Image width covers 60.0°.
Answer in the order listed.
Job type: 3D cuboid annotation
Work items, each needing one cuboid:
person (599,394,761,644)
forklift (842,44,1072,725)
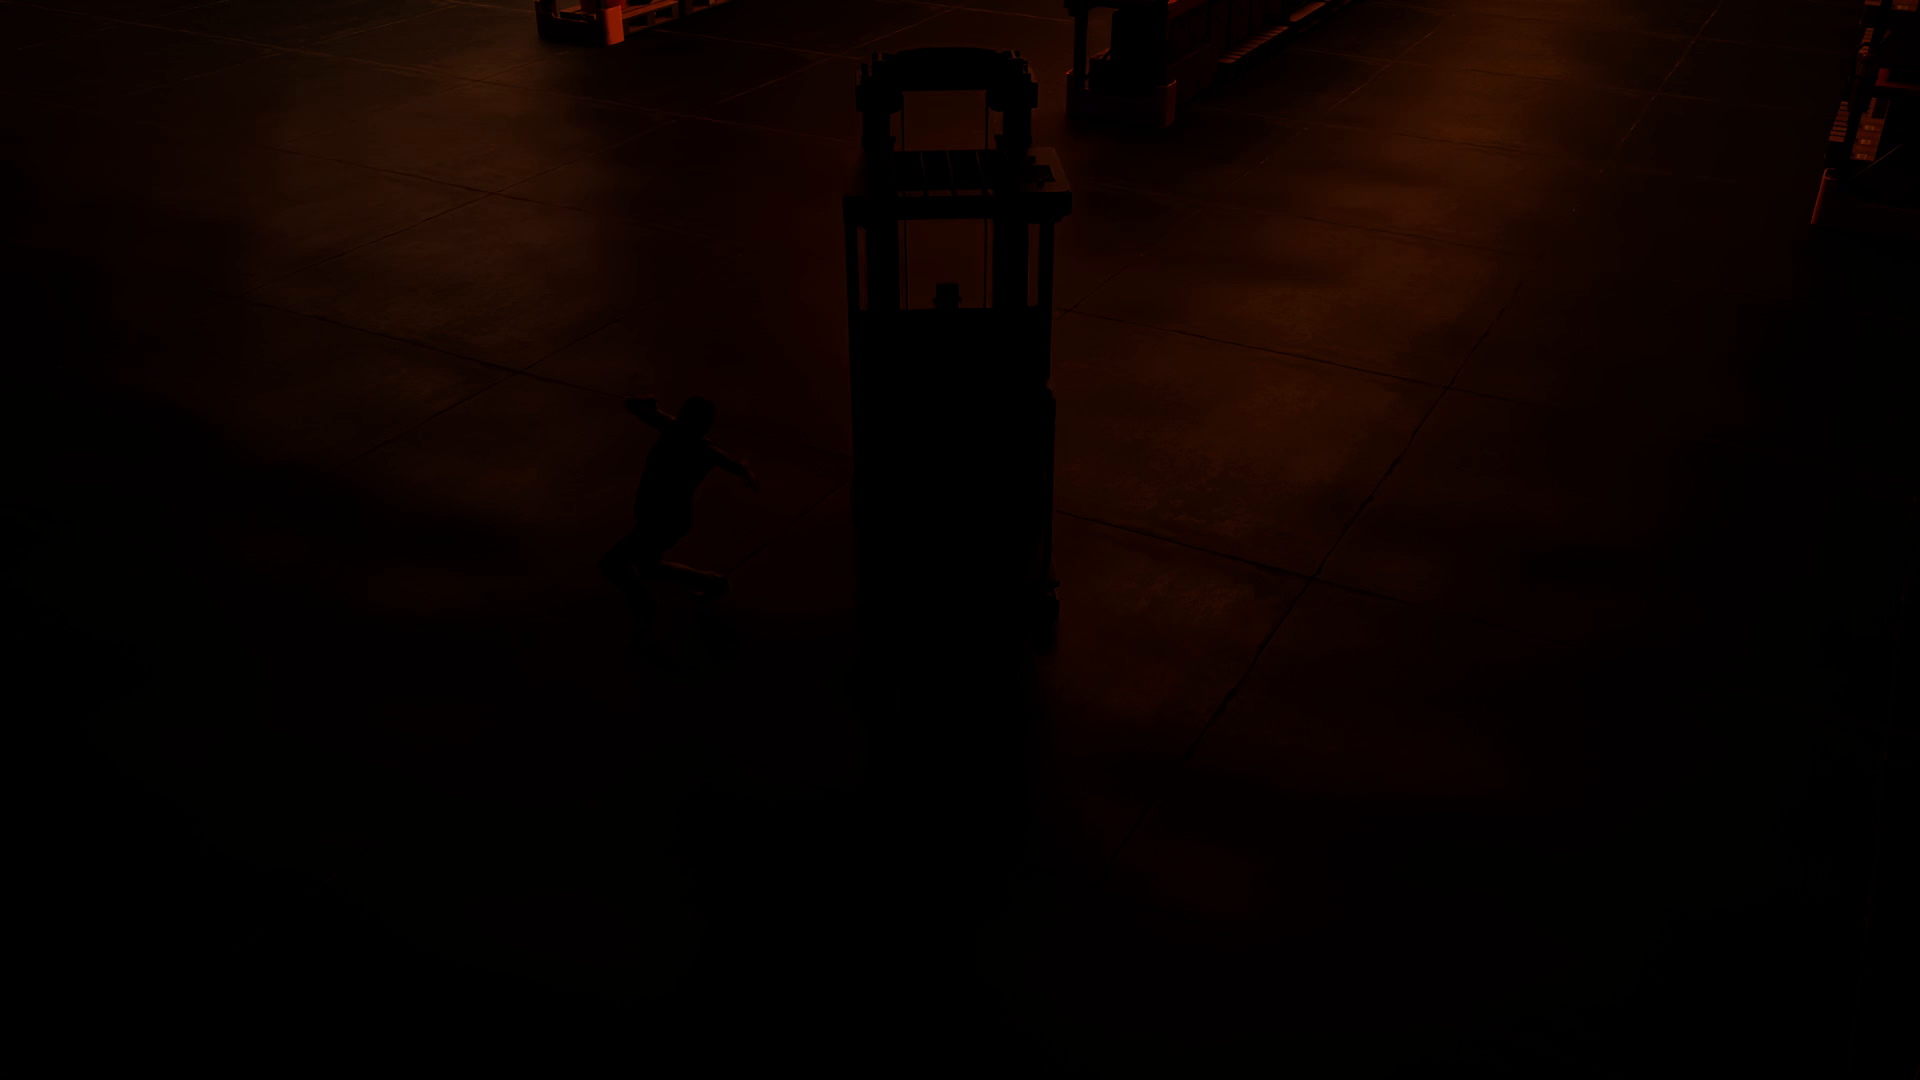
[{"bbox_3d":[-1.494,-0.060,8.699,0.764,1.438,0.945,-16,34,-26],"label":"person"},{"bbox_3d":[-0.038,-0.956,8.726,1.130,2.935,3.031,-2,30,-3],"label":"forklift"}]
